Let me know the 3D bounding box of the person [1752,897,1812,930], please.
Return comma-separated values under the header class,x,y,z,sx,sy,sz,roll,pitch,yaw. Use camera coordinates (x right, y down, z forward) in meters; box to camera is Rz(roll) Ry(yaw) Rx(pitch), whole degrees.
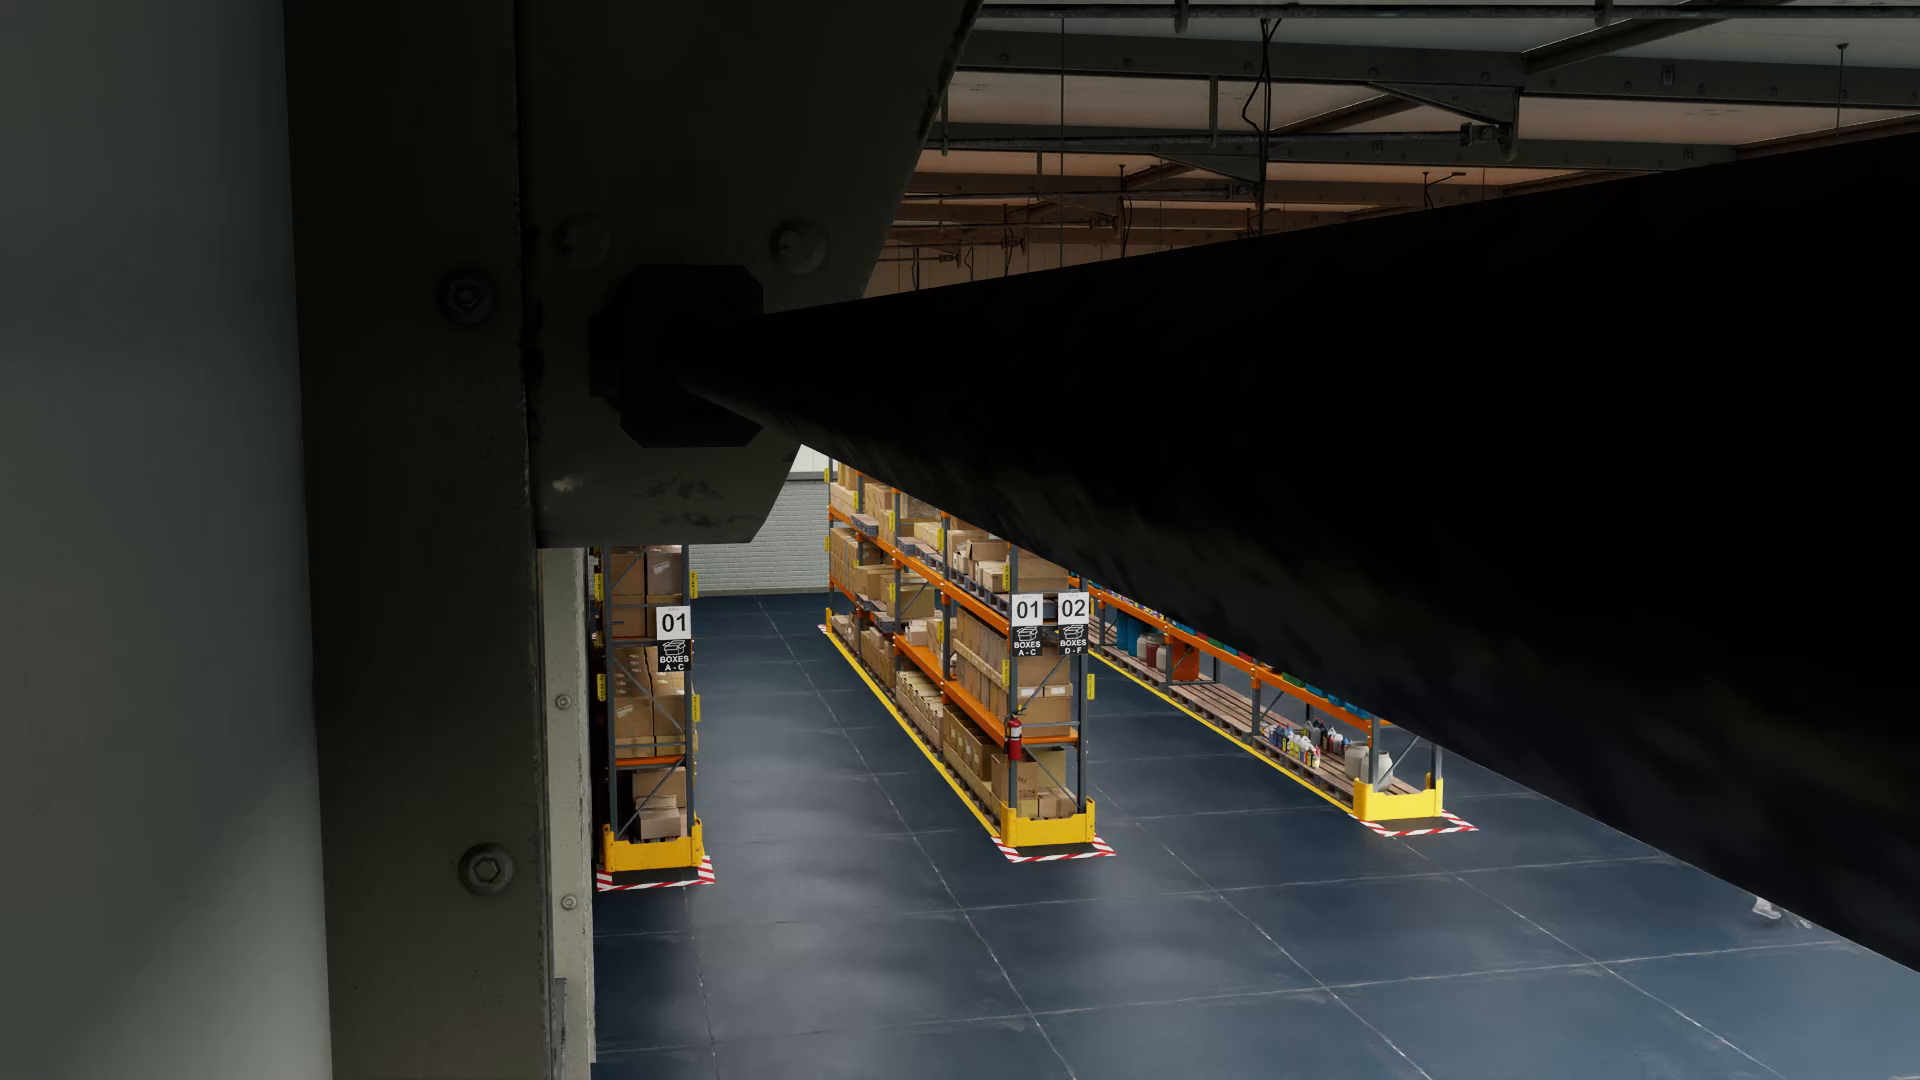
class,x,y,z,sx,sy,sz,roll,pitch,yaw
person,9.090,3.381,18.052,0.783,1.705,0.570,1,7,9
